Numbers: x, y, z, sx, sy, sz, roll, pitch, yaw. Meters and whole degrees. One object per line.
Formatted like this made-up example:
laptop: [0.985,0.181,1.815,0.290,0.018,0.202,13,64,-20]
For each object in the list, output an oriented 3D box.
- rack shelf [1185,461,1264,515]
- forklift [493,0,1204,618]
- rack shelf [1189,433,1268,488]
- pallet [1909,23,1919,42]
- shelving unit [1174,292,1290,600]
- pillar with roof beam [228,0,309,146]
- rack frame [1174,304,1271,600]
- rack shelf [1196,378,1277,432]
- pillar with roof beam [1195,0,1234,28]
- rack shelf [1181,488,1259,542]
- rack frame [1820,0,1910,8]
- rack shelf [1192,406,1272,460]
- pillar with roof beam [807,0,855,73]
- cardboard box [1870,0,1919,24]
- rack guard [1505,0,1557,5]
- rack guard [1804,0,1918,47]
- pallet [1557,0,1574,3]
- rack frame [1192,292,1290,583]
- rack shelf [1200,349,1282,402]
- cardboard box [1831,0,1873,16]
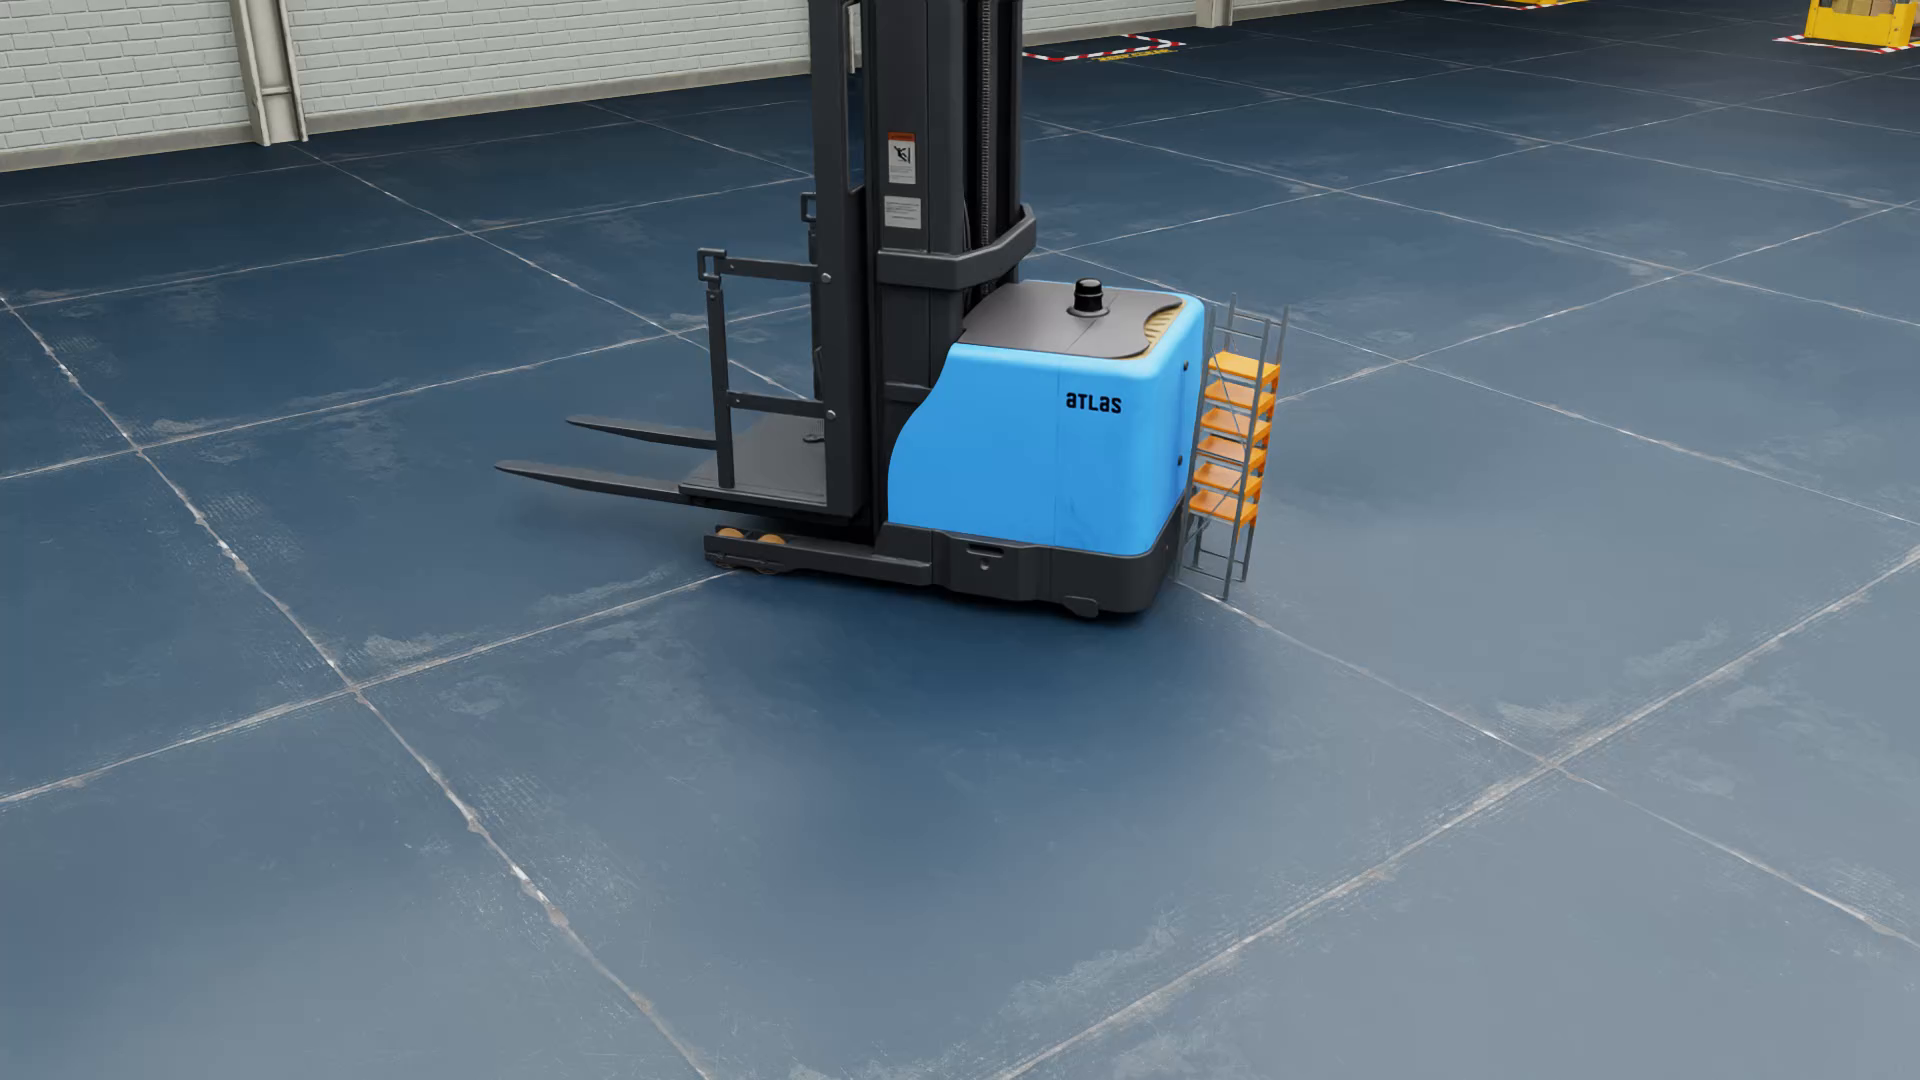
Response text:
rack shelf: [1.055,-0.210,6.646,0.258,0.103,0.180,19,31,27]
forklift: [-0.551,-1.383,6.749,3.031,2.935,1.130,8,26,17]
rack shelf: [1.062,-0.317,6.591,0.258,0.103,0.180,19,31,27]
pallet: [11.650,-6.483,20.967,1.213,0.211,1.003,-18,31,-34]
shelving unit: [1.065,-0.356,6.571,0.258,1.200,0.189,19,31,27]
pillar with roof beam: [-3.477,-6.263,10.054,0.400,9.000,9.100,-18,31,-34]
rack frame: [1.016,-0.323,6.500,0.240,1.200,0.006,19,31,27]
rack shelf: [1.077,-0.530,6.481,0.258,0.103,0.180,19,31,27]
pillar with roof beam: [5.966,-9.380,16.771,0.400,9.000,9.100,-18,31,-34]
rack shelf: [1.047,-0.104,6.701,0.258,0.103,0.180,19,31,27]
rack frame: [11.074,-7.535,19.922,0.127,3.000,1.000,-18,31,-34]
rack shelf: [1.070,-0.423,6.536,0.258,0.103,0.180,19,31,27]
pillar with roof beam: [1.245,-7.821,13.413,0.400,9.000,9.100,-18,31,-34]
cardboard box: [11.633,-6.544,20.554,0.500,0.250,0.500,-18,31,-34]
rack guard: [8.074,-8.061,24.025,0.348,0.500,1.175,-18,31,-34]
rack guard: [11.055,-6.395,20.435,0.348,0.500,1.175,-18,31,-34]
pallet: [8.735,-8.129,24.515,1.213,0.211,1.003,-18,31,-34]
rack frame: [1.114,-0.389,6.641,0.240,1.200,0.006,19,31,27]
rack shelf: [1.084,-0.636,6.426,0.258,0.103,0.180,19,31,27]
cardboard box: [11.314,-6.715,20.924,0.500,0.250,0.500,-18,31,-34]
